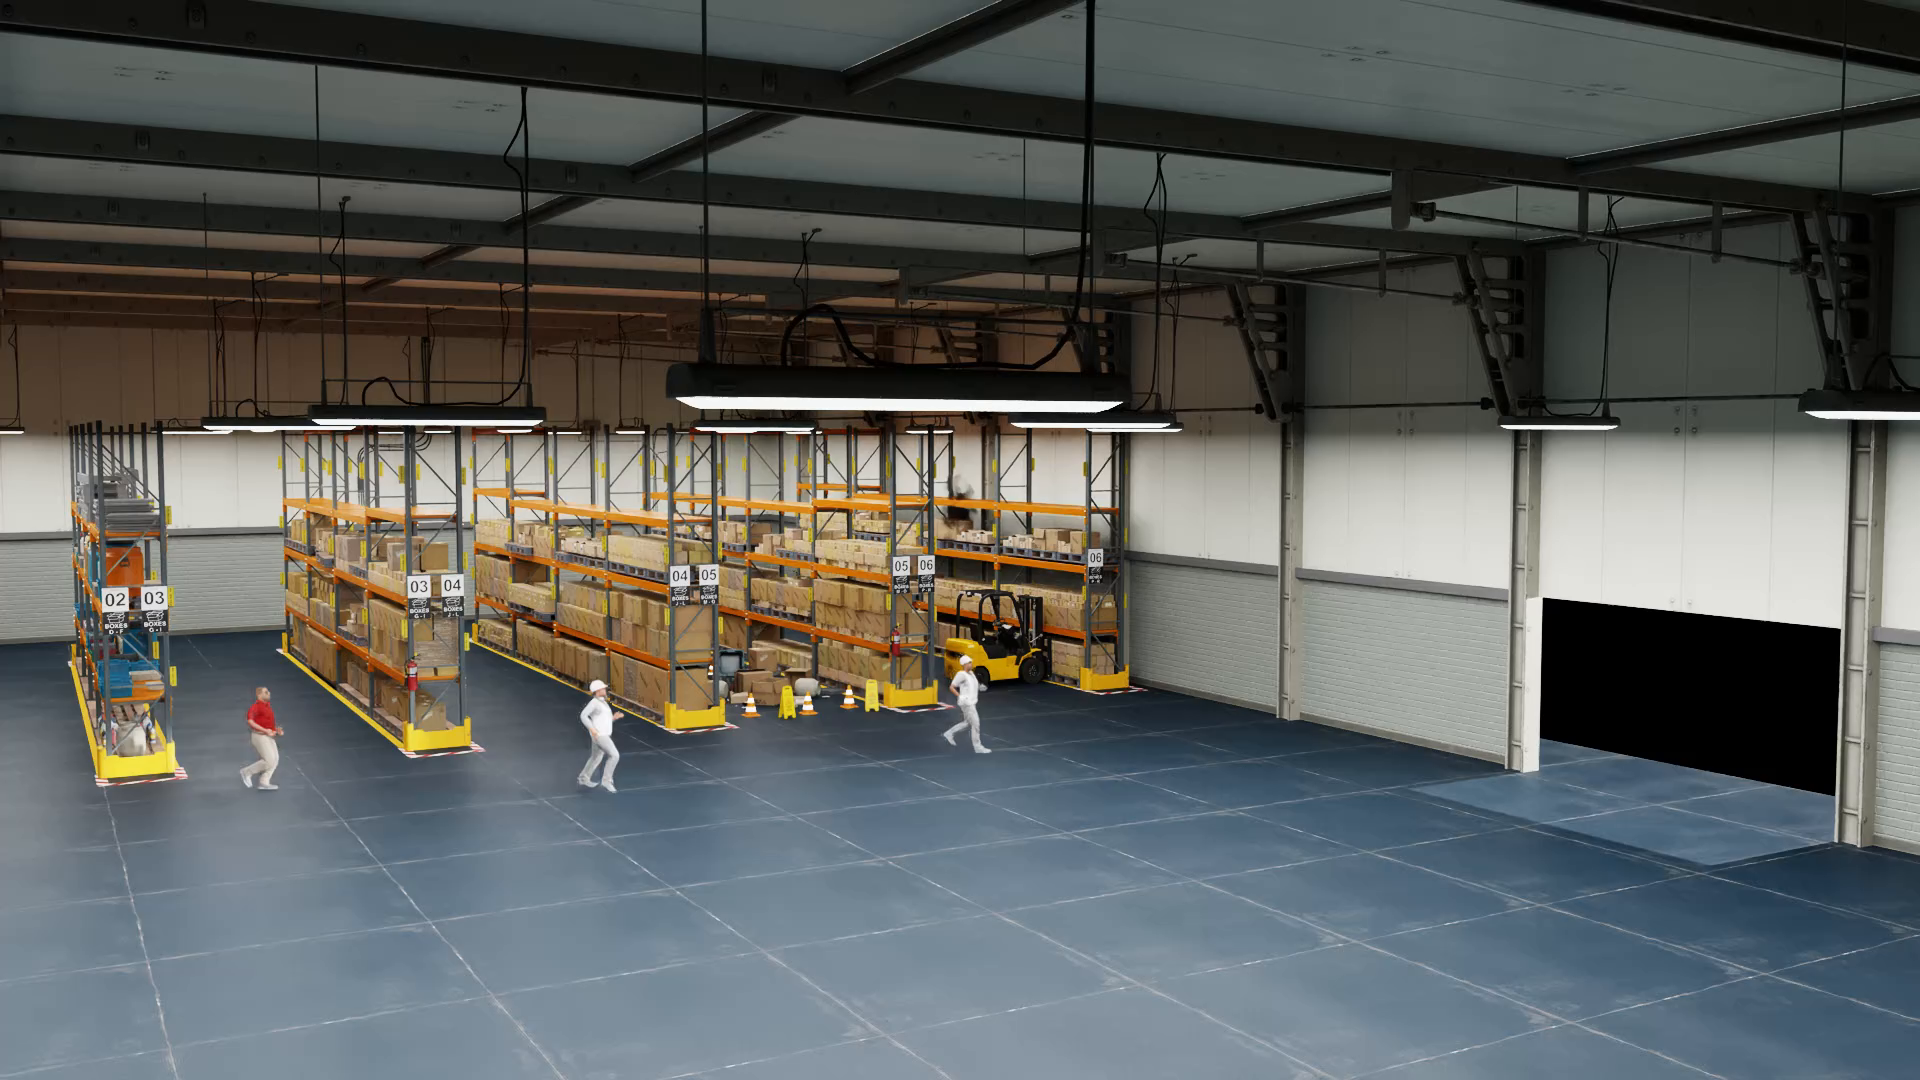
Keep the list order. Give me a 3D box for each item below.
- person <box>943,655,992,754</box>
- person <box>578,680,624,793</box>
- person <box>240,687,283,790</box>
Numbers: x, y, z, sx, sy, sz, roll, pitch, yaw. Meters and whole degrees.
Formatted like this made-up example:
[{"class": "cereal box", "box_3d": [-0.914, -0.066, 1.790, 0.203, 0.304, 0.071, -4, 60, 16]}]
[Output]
[{"class": "person", "box_3d": [0.126, 2.969, 30.114, 0.955, 1.763, 0.696, 1, 4, 18]}, {"class": "person", "box_3d": [-5.812, 3.180, 26.879, 0.752, 1.831, 0.624, 0, 4, -6]}, {"class": "person", "box_3d": [-11.330, 3.214, 26.947, 0.595, 1.680, 0.649, 0, 4, -6]}]
